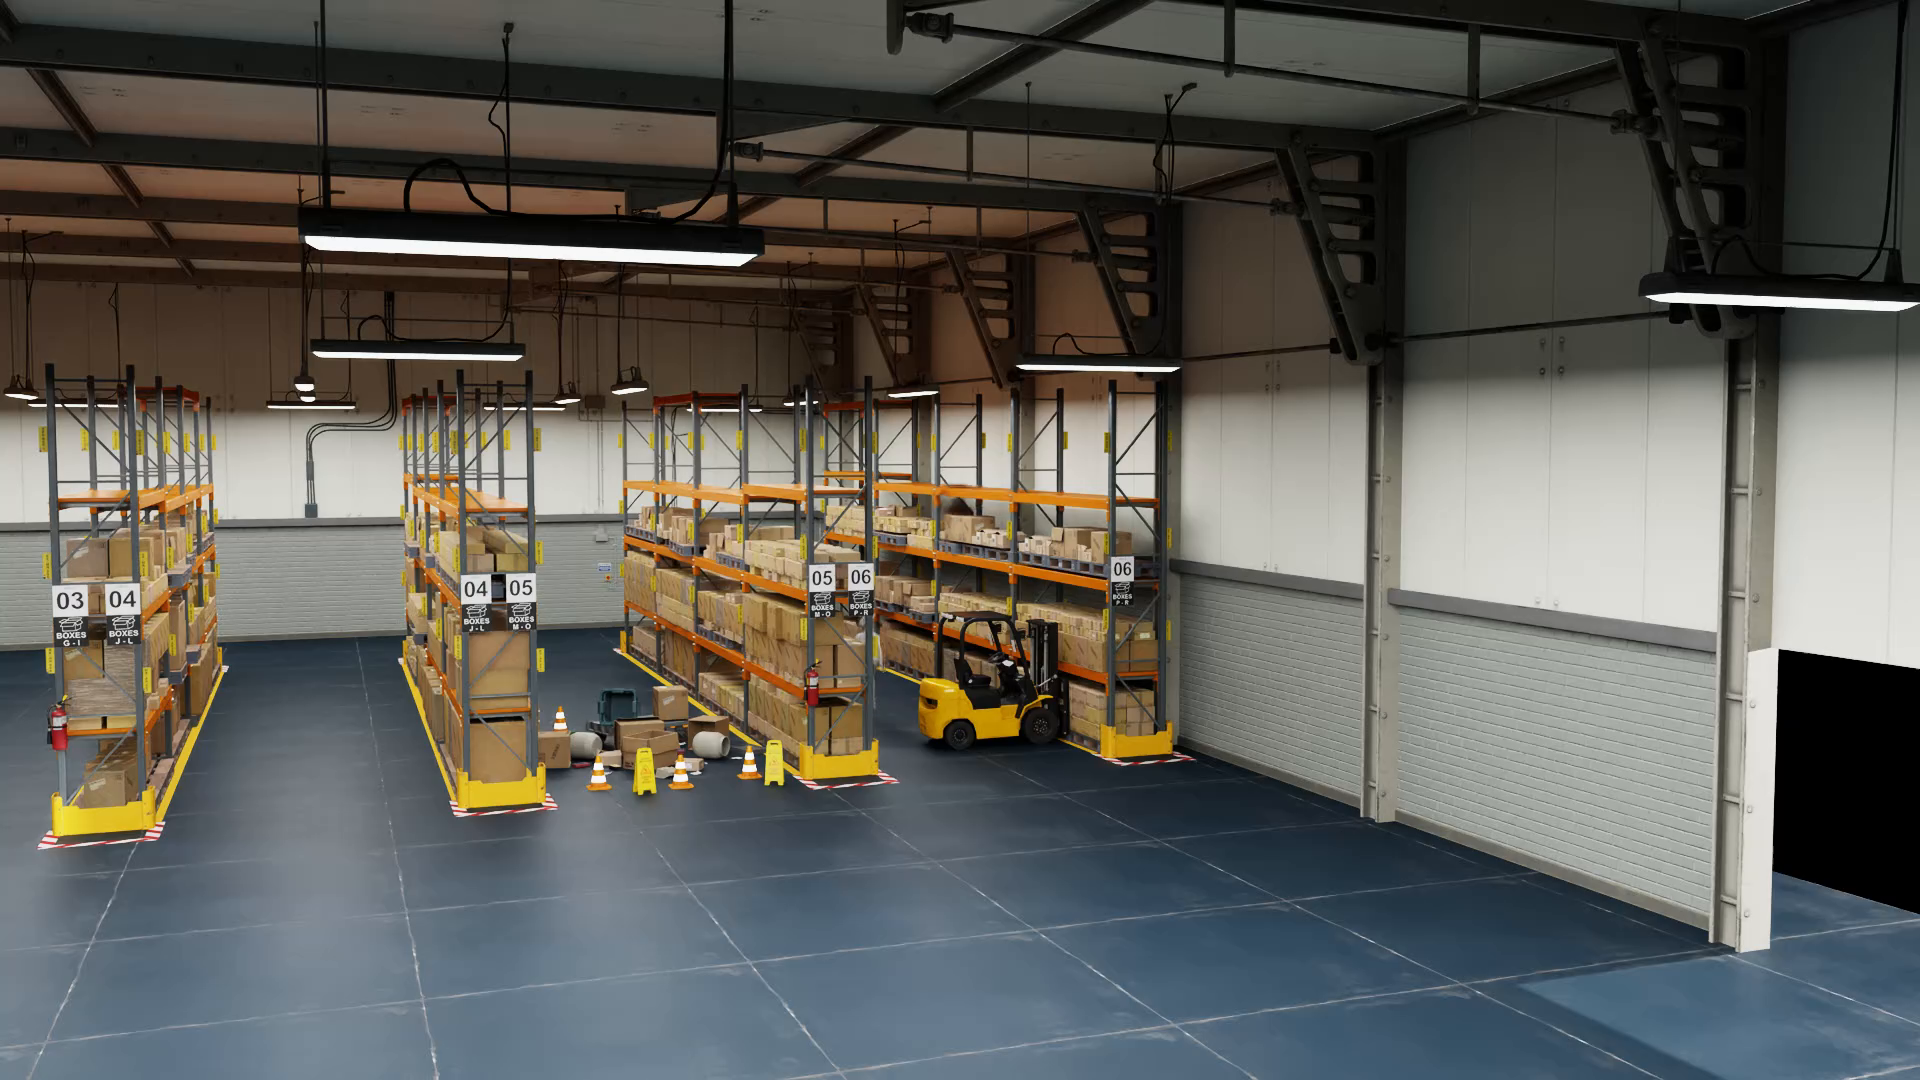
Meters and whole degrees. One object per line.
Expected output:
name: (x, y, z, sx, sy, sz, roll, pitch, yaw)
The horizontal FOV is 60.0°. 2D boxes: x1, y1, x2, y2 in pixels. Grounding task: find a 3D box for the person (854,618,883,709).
person: (-1.710, 2.271, 30.338, 0.500, 1.720, 0.740, -1, 4, -23)
